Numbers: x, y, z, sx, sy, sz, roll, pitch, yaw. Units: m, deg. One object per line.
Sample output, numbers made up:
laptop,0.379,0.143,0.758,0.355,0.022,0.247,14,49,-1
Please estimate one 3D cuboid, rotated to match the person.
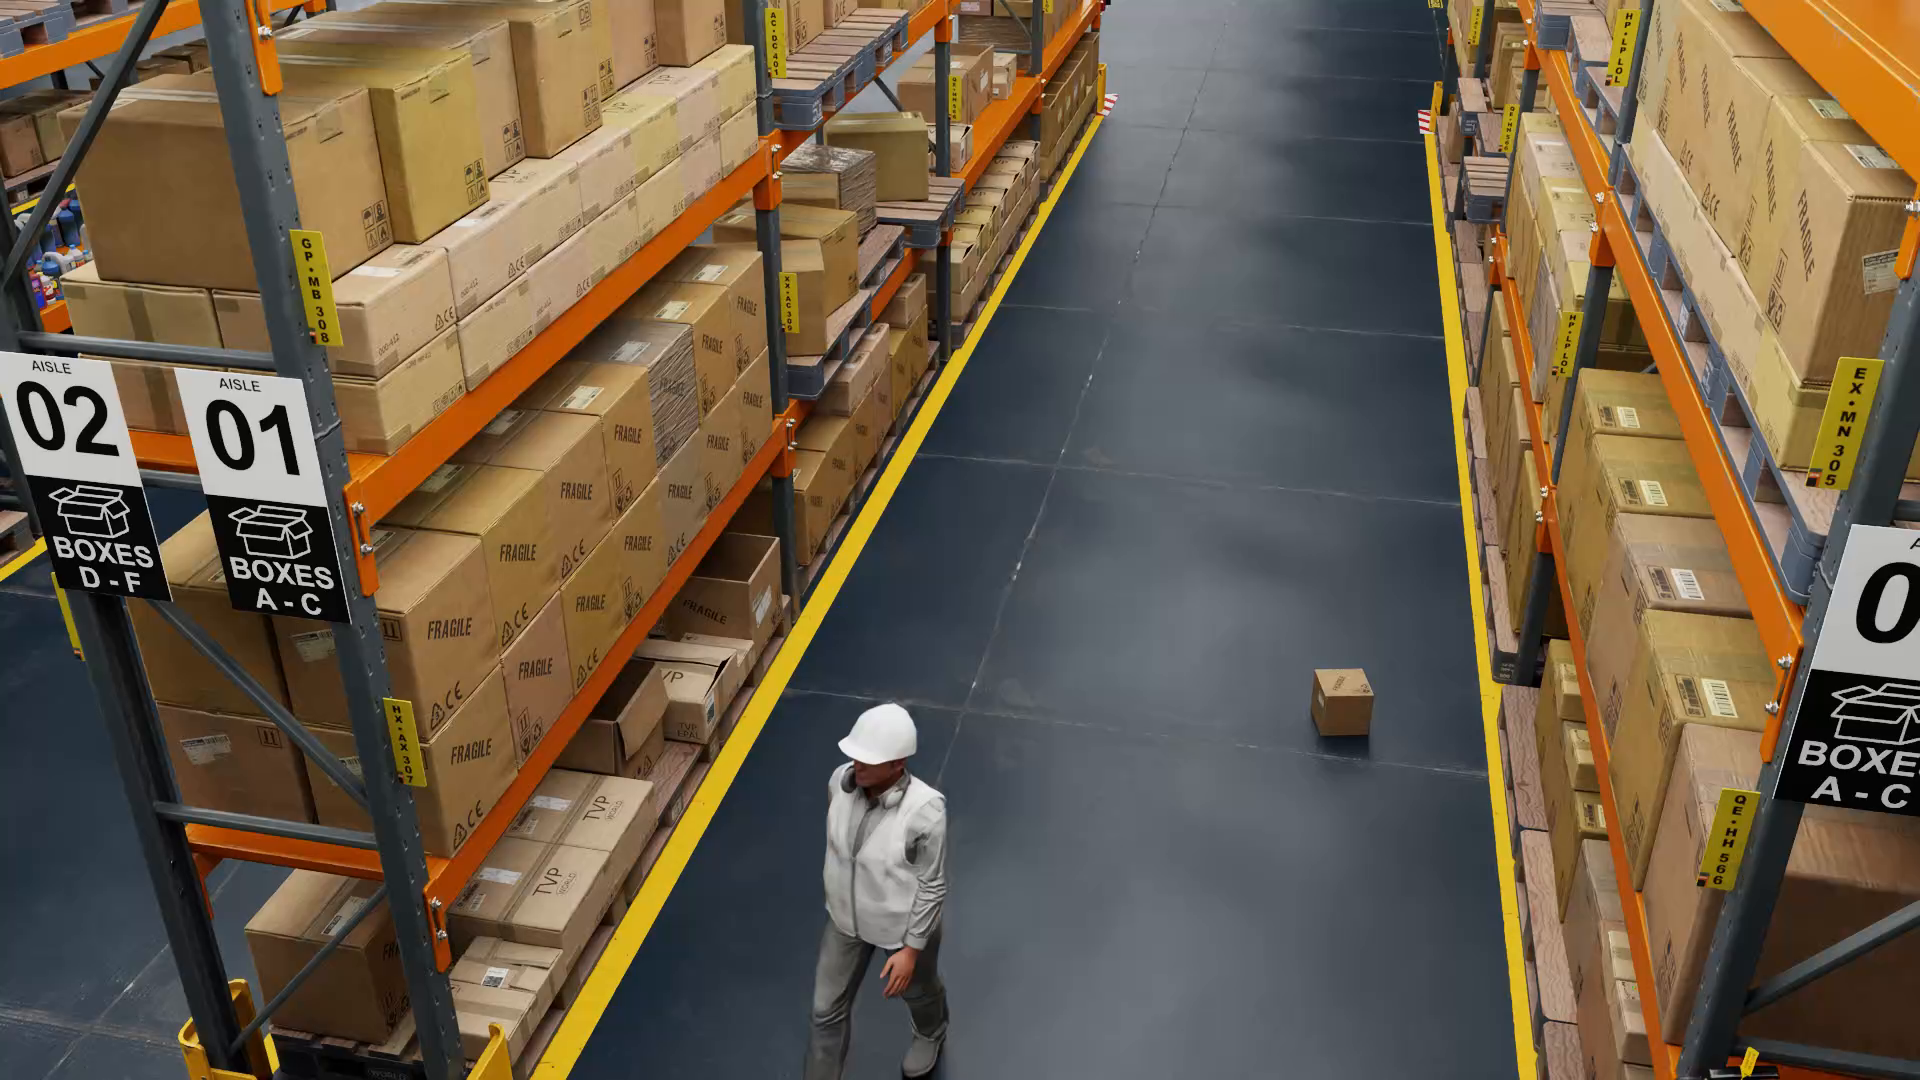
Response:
person,-0.323,1.400,6.006,0.551,1.753,0.897,16,32,26
